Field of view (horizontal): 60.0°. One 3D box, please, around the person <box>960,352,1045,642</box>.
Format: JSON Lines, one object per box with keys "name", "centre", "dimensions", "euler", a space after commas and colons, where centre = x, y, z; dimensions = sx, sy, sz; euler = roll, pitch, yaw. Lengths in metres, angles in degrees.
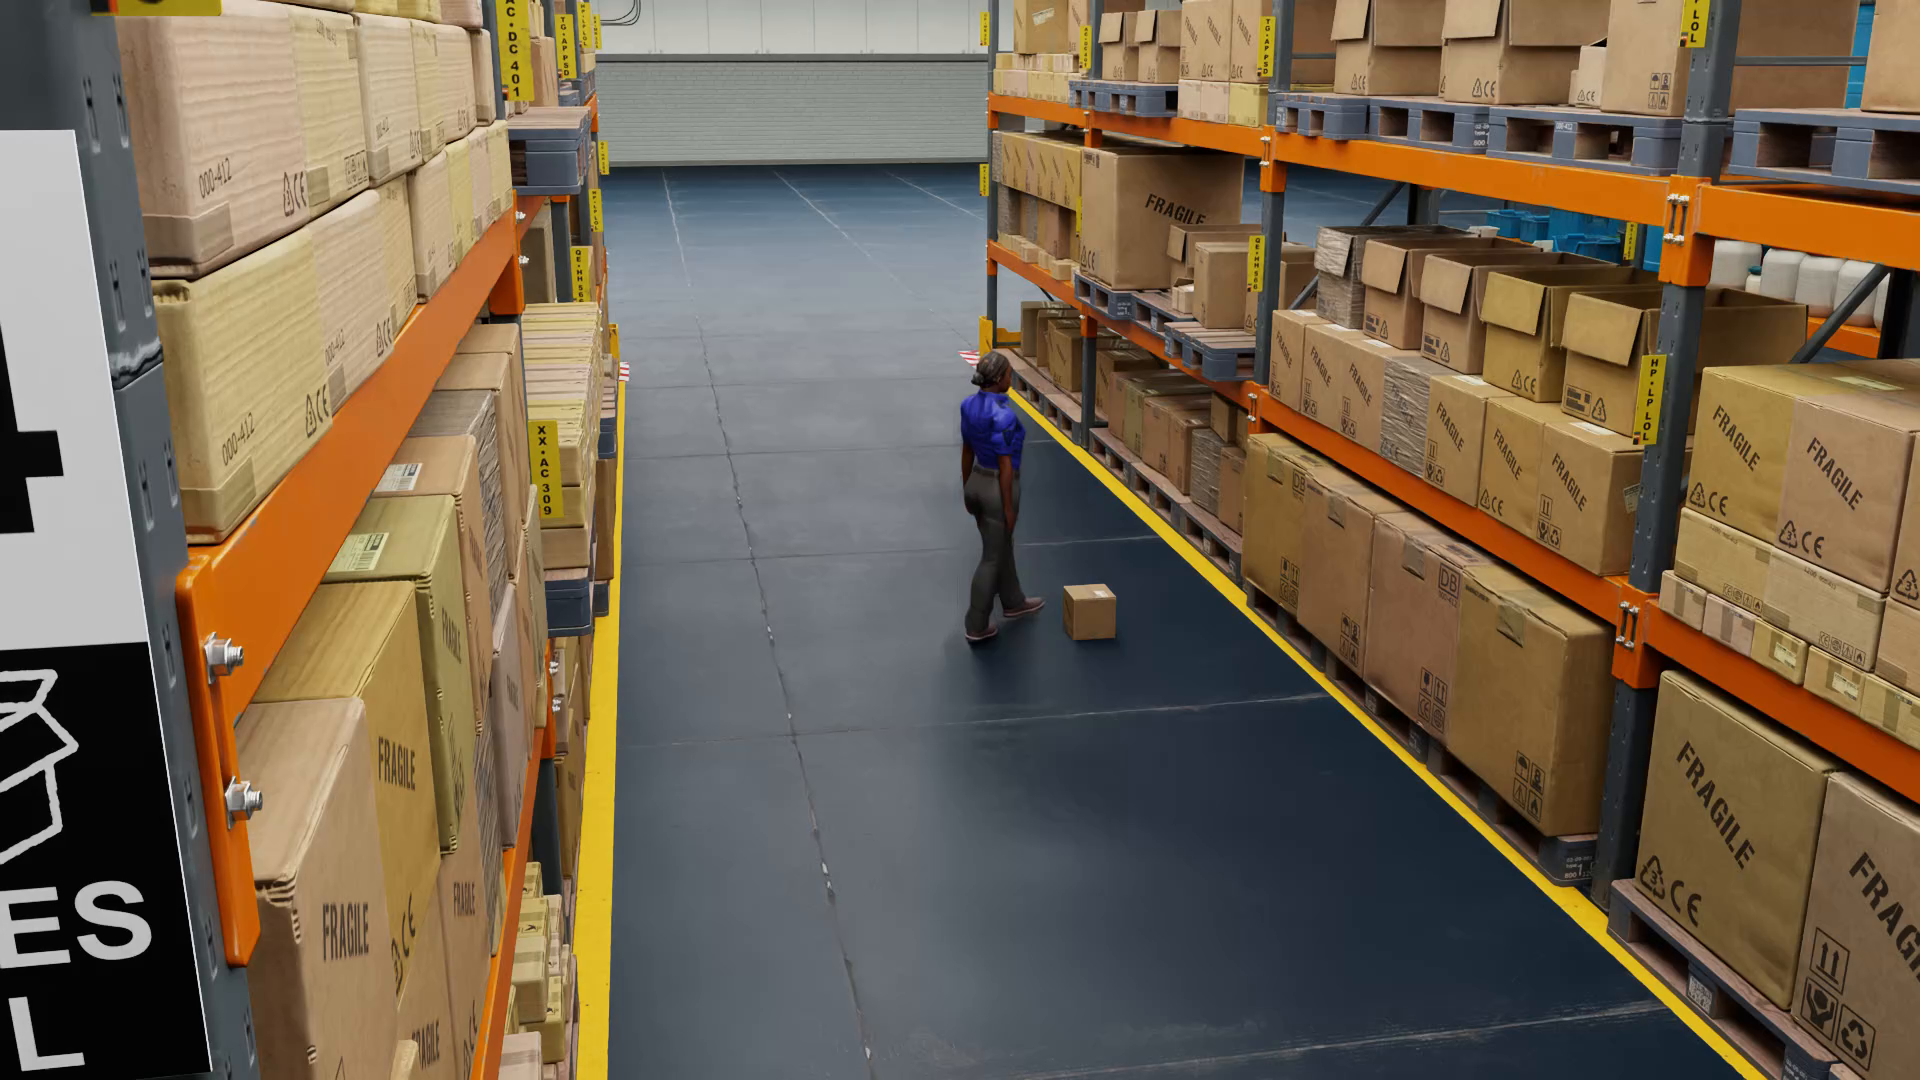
{"name": "person", "centre": [0.297, -0.267, 9.423], "dimensions": [0.682, 1.655, 0.479], "euler": [-11, 20, -32]}
